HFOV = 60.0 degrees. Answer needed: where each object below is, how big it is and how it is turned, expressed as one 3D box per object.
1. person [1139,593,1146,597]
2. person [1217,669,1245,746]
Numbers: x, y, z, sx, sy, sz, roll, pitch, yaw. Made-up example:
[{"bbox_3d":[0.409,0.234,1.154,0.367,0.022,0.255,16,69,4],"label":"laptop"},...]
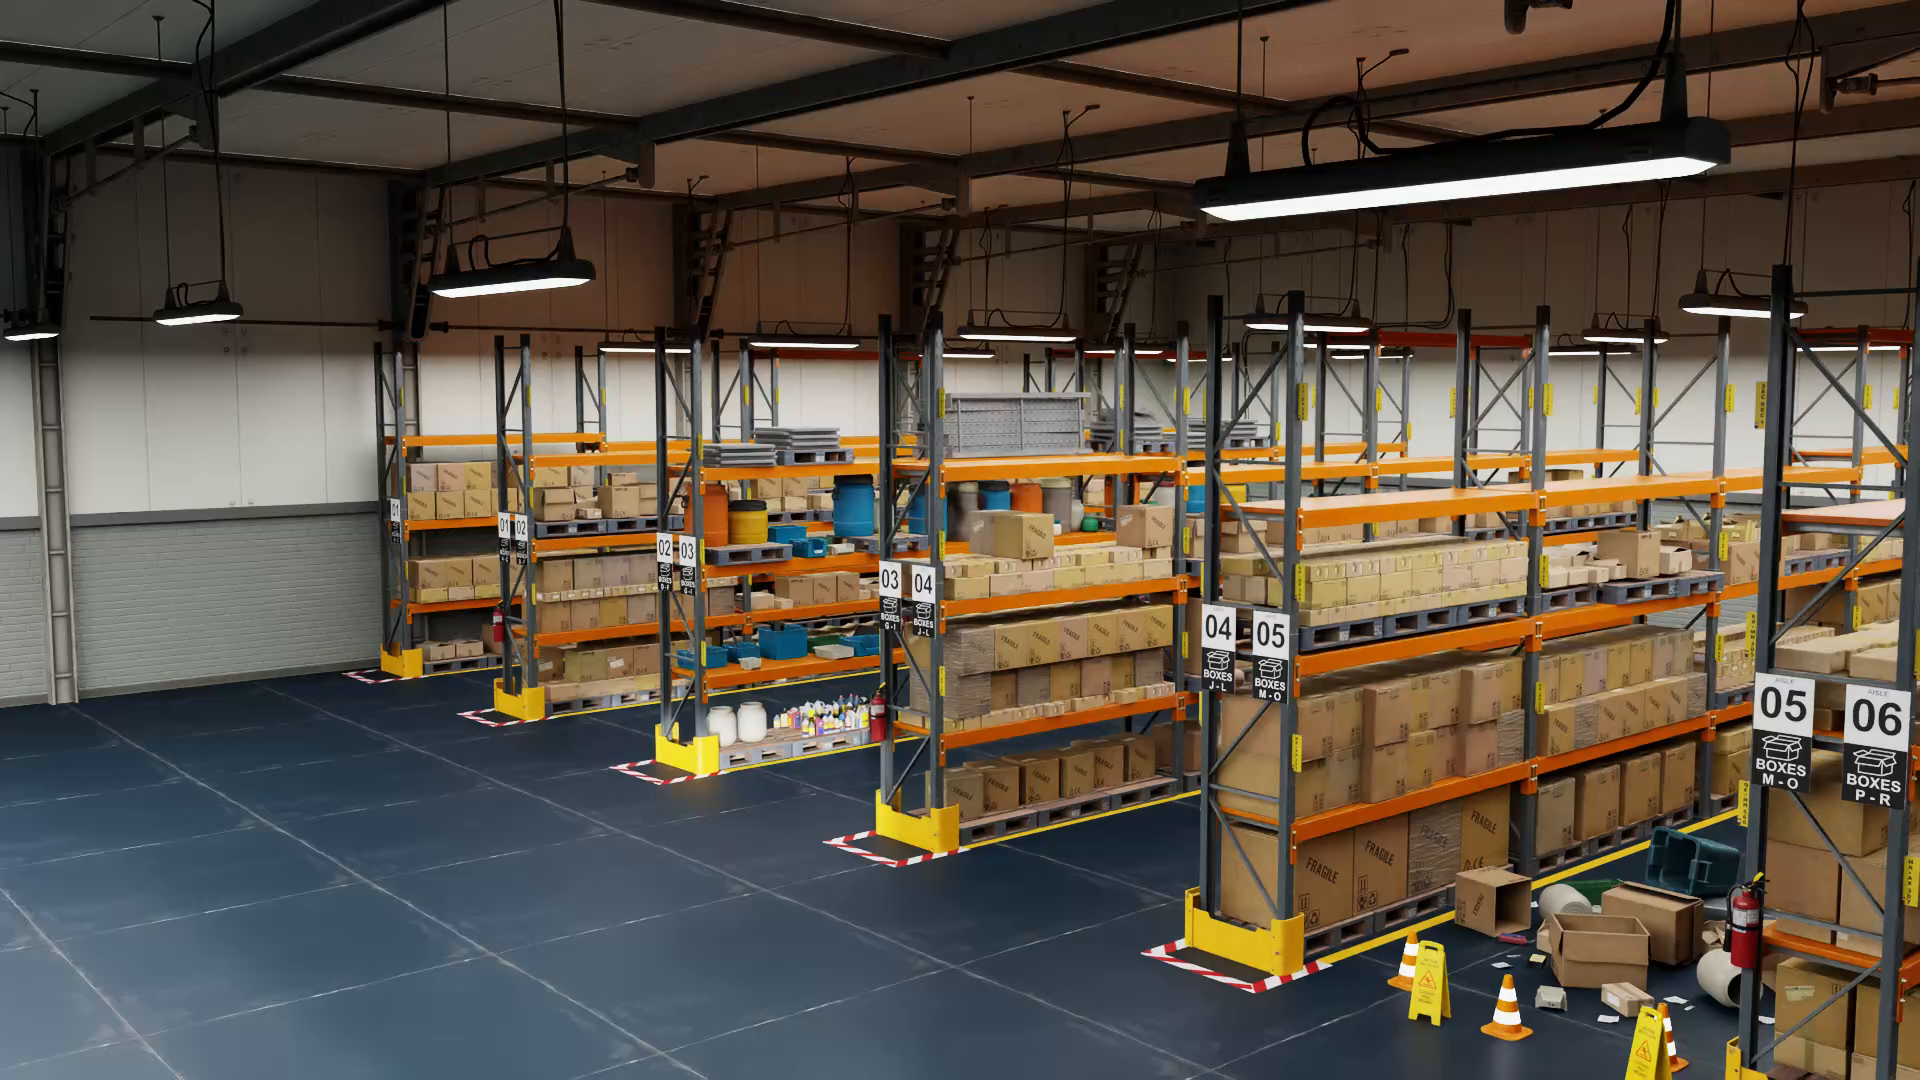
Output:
[{"bbox_3d":[3.904,1.296,33.801,0.929,1.593,0.487,-4,6,-35],"label":"person"},{"bbox_3d":[3.341,2.435,20.258,0.509,1.783,0.663,2,6,19],"label":"person"}]
